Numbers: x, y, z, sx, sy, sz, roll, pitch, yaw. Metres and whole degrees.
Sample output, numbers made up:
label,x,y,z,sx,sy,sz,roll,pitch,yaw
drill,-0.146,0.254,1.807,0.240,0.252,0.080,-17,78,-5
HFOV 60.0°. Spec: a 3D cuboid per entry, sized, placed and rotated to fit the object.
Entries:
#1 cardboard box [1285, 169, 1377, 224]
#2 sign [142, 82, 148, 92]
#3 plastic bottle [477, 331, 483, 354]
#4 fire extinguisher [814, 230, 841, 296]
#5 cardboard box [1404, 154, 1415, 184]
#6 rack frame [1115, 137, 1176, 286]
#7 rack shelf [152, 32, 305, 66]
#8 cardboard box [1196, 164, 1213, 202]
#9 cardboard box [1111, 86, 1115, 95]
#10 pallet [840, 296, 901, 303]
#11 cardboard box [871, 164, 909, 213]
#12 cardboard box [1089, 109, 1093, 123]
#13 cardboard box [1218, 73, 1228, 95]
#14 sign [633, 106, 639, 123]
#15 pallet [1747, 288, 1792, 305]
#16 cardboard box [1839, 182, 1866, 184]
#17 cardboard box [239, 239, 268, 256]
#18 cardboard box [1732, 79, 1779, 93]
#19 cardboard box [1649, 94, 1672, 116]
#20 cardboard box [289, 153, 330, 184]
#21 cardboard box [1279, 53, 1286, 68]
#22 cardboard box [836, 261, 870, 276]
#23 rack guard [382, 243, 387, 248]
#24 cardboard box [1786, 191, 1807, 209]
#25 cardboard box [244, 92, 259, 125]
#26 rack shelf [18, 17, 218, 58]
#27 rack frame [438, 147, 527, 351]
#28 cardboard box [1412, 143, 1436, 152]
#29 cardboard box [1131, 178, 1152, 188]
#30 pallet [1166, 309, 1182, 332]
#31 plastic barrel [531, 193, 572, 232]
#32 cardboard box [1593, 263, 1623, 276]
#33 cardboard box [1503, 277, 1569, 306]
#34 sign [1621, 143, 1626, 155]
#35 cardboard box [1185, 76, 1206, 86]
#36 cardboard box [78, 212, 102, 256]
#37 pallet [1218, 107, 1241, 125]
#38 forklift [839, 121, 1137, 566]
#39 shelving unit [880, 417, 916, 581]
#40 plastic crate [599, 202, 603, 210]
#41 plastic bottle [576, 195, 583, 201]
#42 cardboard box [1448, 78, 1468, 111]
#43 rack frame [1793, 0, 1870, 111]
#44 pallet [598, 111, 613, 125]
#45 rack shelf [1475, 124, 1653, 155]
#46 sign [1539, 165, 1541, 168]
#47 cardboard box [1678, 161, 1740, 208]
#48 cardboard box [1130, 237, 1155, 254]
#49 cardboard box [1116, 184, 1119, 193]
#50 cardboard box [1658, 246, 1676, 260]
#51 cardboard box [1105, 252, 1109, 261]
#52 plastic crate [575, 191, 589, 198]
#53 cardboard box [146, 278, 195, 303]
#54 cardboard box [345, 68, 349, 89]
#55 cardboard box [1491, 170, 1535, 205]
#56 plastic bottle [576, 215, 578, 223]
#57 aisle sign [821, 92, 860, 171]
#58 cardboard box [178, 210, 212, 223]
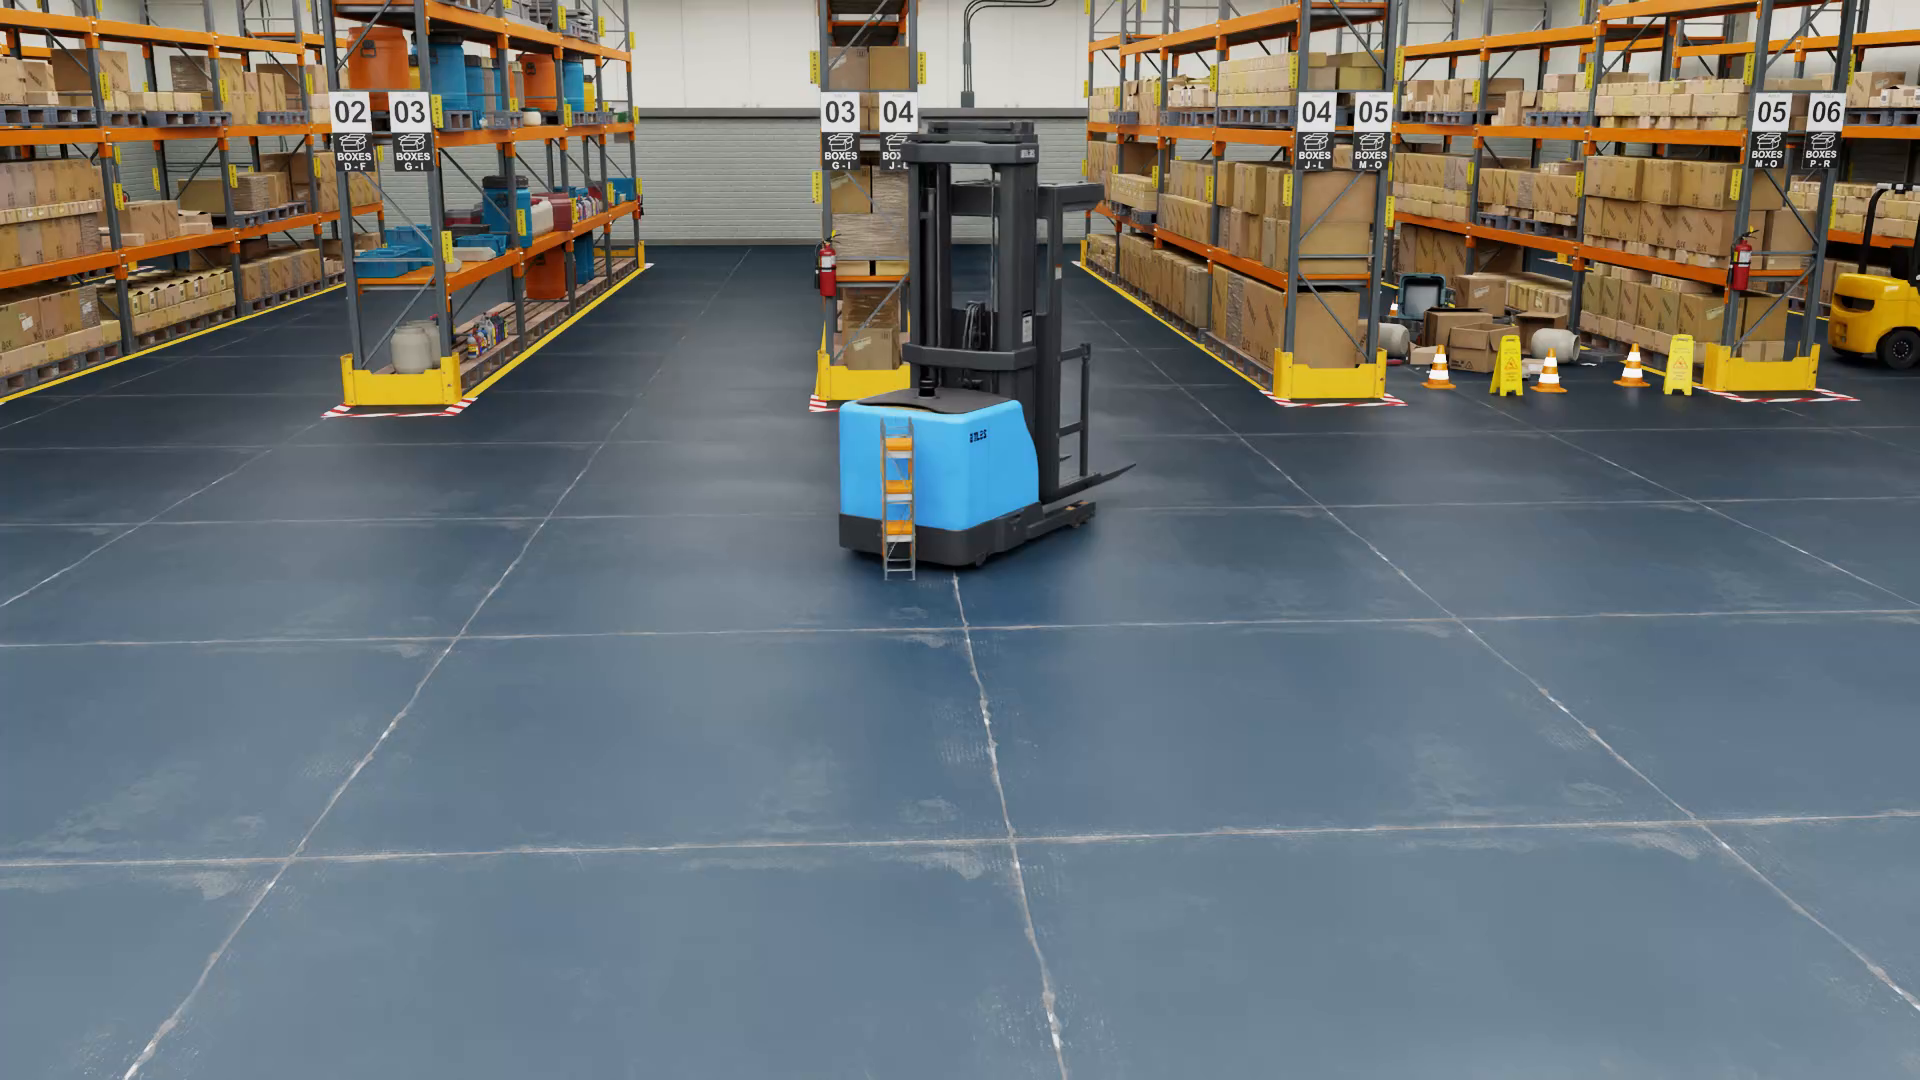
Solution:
label,x,y,z,sx,sy,sz,roll,pitch,yaw
cardboard box,4.033,-3.723,18.008,0.875,0.550,0.550,-1,14,-3
sign,-11.864,-6.516,24.273,0.100,0.325,0.005,-1,14,-3
plastic bottle,-5.705,-2.339,19.690,0.097,0.271,0.097,0,14,0
fire extinguisher,-1.392,-2.910,17.471,0.296,0.674,0.183,-1,14,-3
cardboard box,8.008,-6.413,28.724,0.500,0.500,0.500,-1,14,-4
rack frame,3.274,-6.019,29.399,1.000,3.000,0.127,-1,14,-3
rack shelf,-11.446,-7.681,26.067,1.077,0.370,4.000,-1,14,-3
cardboard box,3.668,-4.939,22.994,0.700,0.500,0.500,-1,14,-3
cardboard box,2.898,-8.033,29.707,0.380,0.149,0.250,-1,14,-4
pallet,-1.408,-3.819,26.447,1.003,0.211,1.213,-1,14,-3
cardboard box,-0.701,-3.801,17.974,0.500,0.500,0.500,-1,14,-3
cardboard box,2.799,-8.278,32.461,0.500,0.250,0.500,0,14,-1
cardboard box,3.521,-5.679,20.720,0.500,0.250,0.500,-1,14,-3
sign,-6.326,-8.300,32.456,0.100,0.325,0.005,-1,14,-3
pallet,13.402,-4.039,27.300,1.003,0.211,1.213,-1,14,-3
cardboard box,13.760,-5.424,25.587,0.380,0.149,0.250,-1,14,-2
cardboard box,-11.721,-4.808,27.323,0.500,0.250,0.500,-1,14,-3
cardboard box,8.636,-4.933,18.062,0.380,0.149,0.250,-1,14,-3
cardboard box,8.551,-5.163,19.756,0.500,0.250,0.500,-1,14,-3
cardboard box,-11.318,-6.469,28.944,0.500,0.500,0.500,-1,14,-2
cardboard box,3.644,-5.144,17.840,0.380,0.149,0.250,-1,14,-3
cardboard box,-1.163,-2.929,17.894,0.380,0.149,0.250,-1,14,-3
rack guard,-11.813,-5.581,32.713,1.175,0.500,0.348,-1,14,-3
cardboard box,13.169,-5.258,25.740,0.500,0.250,0.500,-1,14,-3
cardboard box,-11.447,-6.686,25.771,0.910,0.500,0.500,-1,14,-3
rack shelf,-11.198,-6.686,22.201,1.077,0.370,4.000,-1,14,-3
rack frame,-6.130,-3.901,21.169,1.000,3.000,0.127,-1,14,-3
cardboard box,8.416,-7.113,30.143,0.380,0.149,0.250,-1,14,-3
cardboard box,2.975,-5.763,26.871,0.380,0.149,0.250,-1,14,-3
pallet,3.568,-3.174,23.937,1.003,0.211,1.213,-1,14,-3
plastic barrel,-6.047,-4.851,24.588,0.600,0.536,0.708,-1,14,-3
cardboard box,8.419,-3.497,21.466,0.380,0.149,0.250,-1,14,-3
cardboard box,8.535,-3.732,24.943,0.950,0.372,0.625,-1,14,-5
sign,13.470,-7.910,33.792,0.100,0.325,0.005,-1,14,-3
cardboard box,3.685,-7.192,26.201,0.396,0.266,0.258,-1,14,-3
cardboard box,-11.041,-3.764,20.435,0.700,0.500,0.500,-1,14,-5
pallet,3.810,-5.235,20.512,1.003,0.211,1.213,-1,14,-3
forklift,0.364,-1.558,12.201,1.130,2.935,3.031,9,17,31
shelving unit,-0.409,-0.271,10.968,0.215,1.050,0.252,-1,15,-6
plastic crate,-6.512,-5.910,29.386,0.396,0.136,0.243,-1,14,-3
plastic bottle,-6.375,-5.595,27.852,0.144,0.351,0.185,-1,14,-3
cardboard box,8.205,-7.073,26.434,0.700,0.500,0.500,-2,15,-6
rack frame,13.410,-8.108,25.481,1.000,3.000,0.127,-1,14,-3
pallet,-6.480,-7.059,27.800,1.213,0.211,1.003,-1,14,-3
rack shelf,8.580,-5.732,23.710,1.077,0.370,4.000,-1,14,-3
sign,8.997,-5.659,25.835,0.100,0.325,0.005,-1,14,-3
cardboard box,8.679,-4.062,18.991,0.700,0.500,0.500,-1,14,-3
cardboard box,3.119,-4.928,27.827,0.500,0.250,0.500,0,14,-1
cardboard box,2.874,-6.011,28.433,0.380,0.149,0.250,-1,14,-2
cardboard box,8.566,-3.421,19.807,0.380,0.149,0.250,-1,14,-4
cardboard box,2.874,-5.192,30.469,0.380,0.149,0.250,-1,14,-5
plastic crate,-7.087,-6.365,30.961,0.416,0.233,0.300,-1,14,-3
cardboard box,-10.948,-3.458,22.996,0.500,0.311,0.500,0,14,-2
cardboard box,-11.823,-8.542,30.980,0.700,0.500,0.500,-1,14,-3
cardboard box,8.293,-5.276,24.873,0.500,0.500,0.500,0,14,-1
plastic bottle,-6.088,-5.159,26.290,0.061,0.283,0.133,-1,14,-3
aisle sign,-1.235,-4.222,17.198,0.394,0.787,0.004,-1,14,-3
cardboard box,-11.343,-4.686,24.399,0.500,0.311,0.500,0,14,0
